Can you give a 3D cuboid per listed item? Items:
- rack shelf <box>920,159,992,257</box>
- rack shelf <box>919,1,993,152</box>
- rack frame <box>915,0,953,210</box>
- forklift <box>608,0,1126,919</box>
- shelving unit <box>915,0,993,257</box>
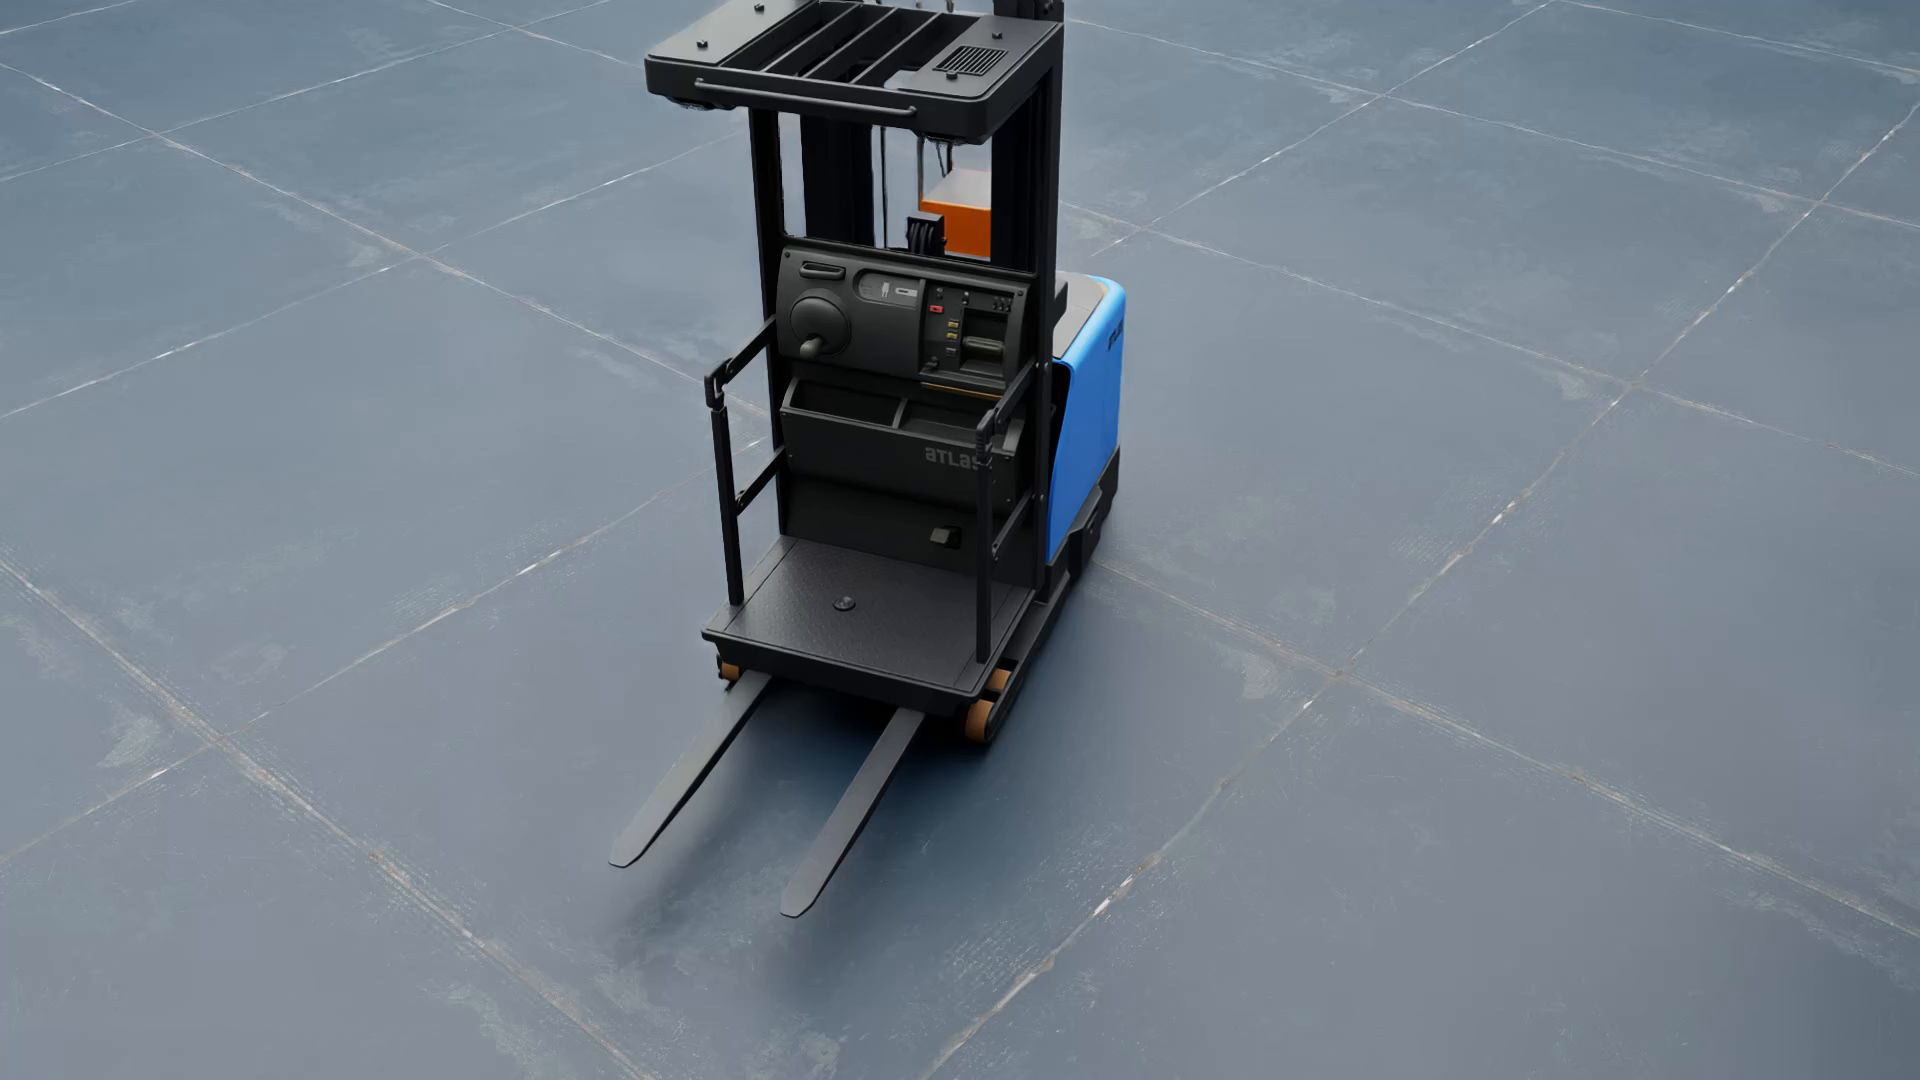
[{"bbox_3d":[0.124,-1.341,7.372,0.480,0.518,0.431,11,36,16],"label":"rack shelf"},{"bbox_3d":[0.124,-1.918,6.976,0.480,0.518,0.431,11,36,16],"label":"rack shelf"},{"bbox_3d":[-0.105,-1.399,7.432,0.015,2.100,0.400,11,36,16],"label":"rack frame"},{"bbox_3d":[-0.287,-0.722,5.712,1.130,2.935,3.031,12,36,17],"label":"forklift"},{"bbox_3d":[0.124,-1.352,7.365,0.503,2.100,0.431,11,36,16],"label":"shelving unit"}]
